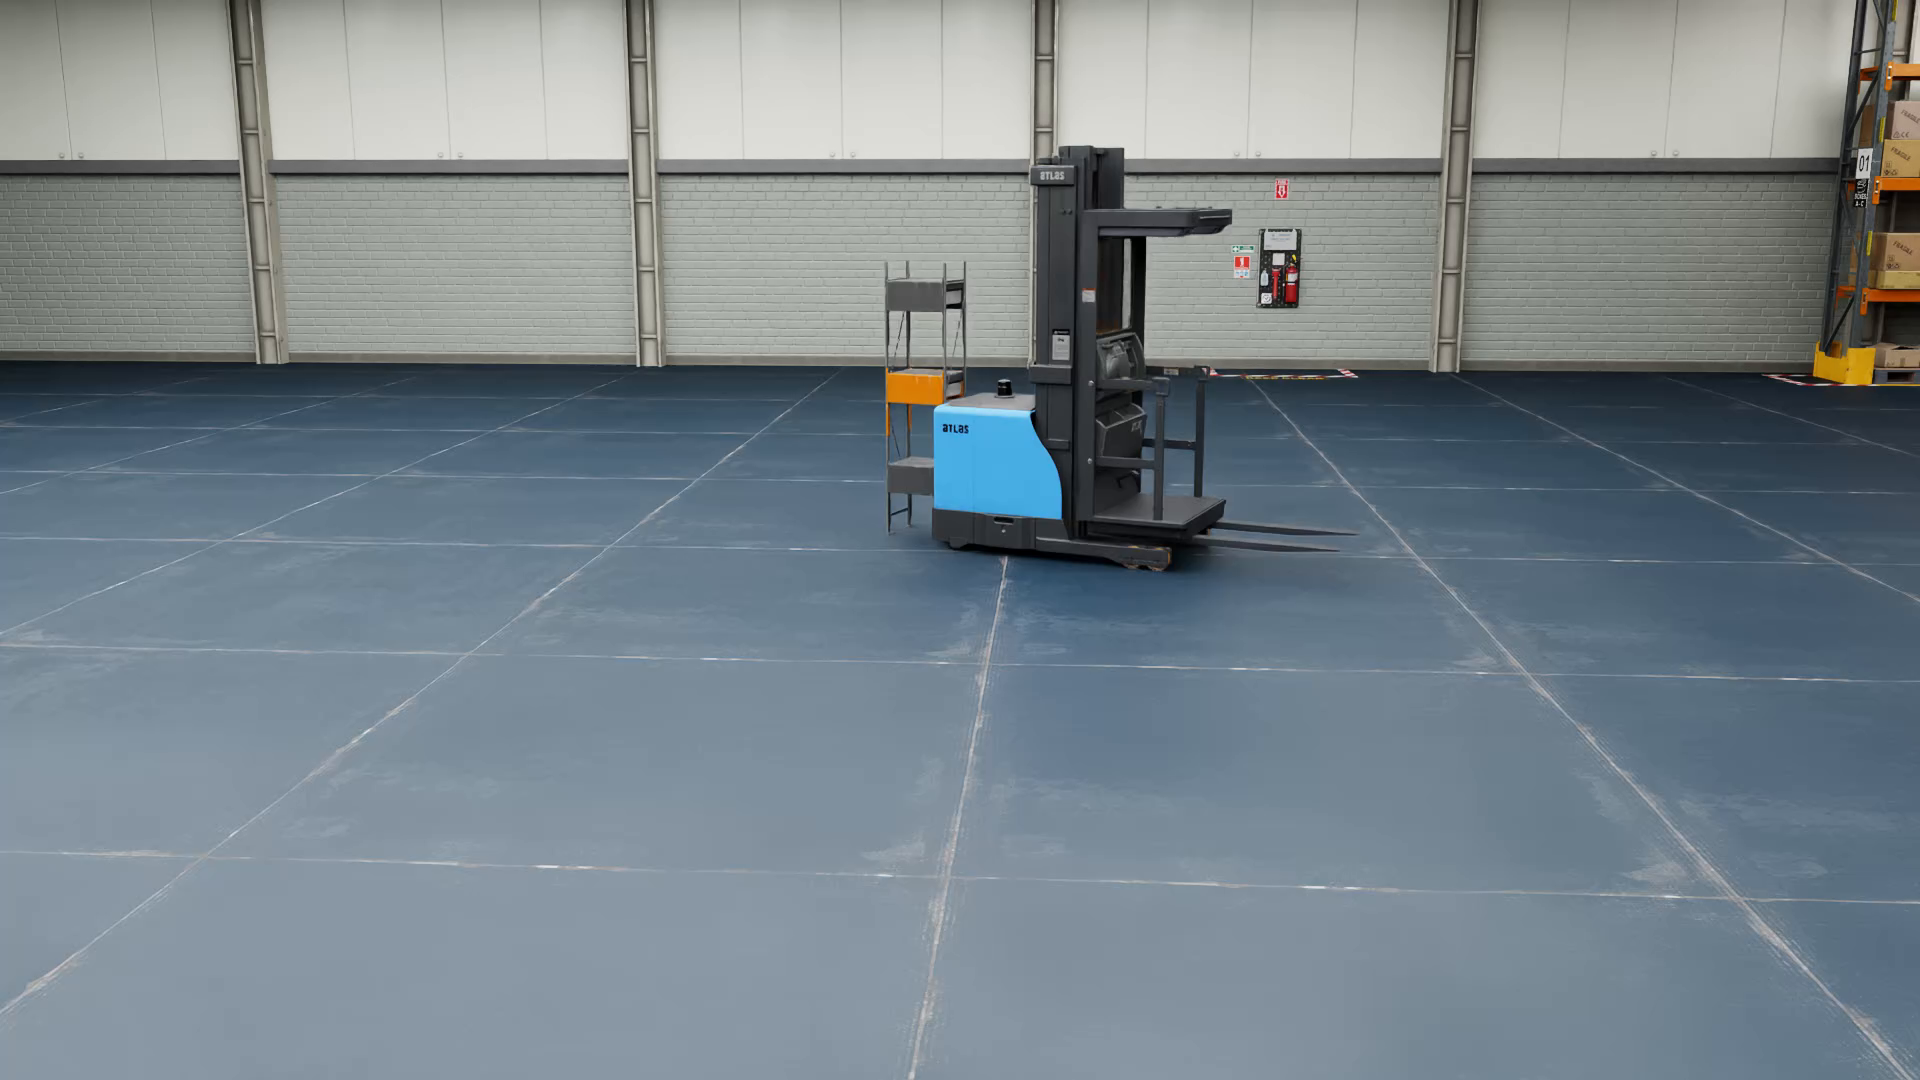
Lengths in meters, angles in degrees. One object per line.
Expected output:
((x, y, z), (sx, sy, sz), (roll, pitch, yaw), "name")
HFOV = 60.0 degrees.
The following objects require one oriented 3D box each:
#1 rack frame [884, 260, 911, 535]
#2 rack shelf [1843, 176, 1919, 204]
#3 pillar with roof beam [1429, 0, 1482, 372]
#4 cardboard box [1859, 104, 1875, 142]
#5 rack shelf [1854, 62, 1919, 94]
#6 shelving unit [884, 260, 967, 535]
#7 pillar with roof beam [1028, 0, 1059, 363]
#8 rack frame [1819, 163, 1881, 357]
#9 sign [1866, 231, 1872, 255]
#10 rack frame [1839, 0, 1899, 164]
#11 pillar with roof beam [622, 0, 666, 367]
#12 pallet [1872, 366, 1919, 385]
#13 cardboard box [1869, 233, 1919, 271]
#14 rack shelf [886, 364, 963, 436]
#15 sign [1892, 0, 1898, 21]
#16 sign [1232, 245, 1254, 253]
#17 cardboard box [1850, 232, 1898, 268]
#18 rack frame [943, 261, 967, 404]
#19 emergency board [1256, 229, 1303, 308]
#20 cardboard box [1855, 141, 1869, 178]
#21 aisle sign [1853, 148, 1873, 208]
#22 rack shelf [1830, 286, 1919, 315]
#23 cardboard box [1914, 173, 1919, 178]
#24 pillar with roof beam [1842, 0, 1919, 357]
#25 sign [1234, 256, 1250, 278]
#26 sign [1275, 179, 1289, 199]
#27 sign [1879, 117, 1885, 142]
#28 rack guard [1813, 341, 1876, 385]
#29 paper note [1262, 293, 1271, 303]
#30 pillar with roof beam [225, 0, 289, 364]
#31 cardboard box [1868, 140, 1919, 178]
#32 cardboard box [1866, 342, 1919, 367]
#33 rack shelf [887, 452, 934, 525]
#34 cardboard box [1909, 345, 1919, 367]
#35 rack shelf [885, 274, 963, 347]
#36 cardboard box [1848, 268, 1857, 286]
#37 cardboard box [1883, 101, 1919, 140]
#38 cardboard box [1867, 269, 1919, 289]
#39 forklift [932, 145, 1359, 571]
((-0.481, -1.106, 12.926), (0.015, 2.100, 0.400), (5, 13, 24), "rack frame")
((14.449, -4.830, 22.964), (4.000, 0.370, 1.077), (1, 12, 4), "rack shelf")
((6.935, -6.048, 19.701), (0.400, 9.000, 9.100), (1, 12, 4), "pillar with roof beam")
((12.901, -5.805, 23.134), (0.500, 0.500, 0.500), (1, 12, 6), "cardboard box")
((14.449, -6.297, 22.658), (4.000, 0.370, 1.077), (1, 12, 4), "rack shelf")
((-0.259, -1.085, 12.828), (0.503, 2.100, 0.431), (5, 13, 24), "shelving unit")
((0.949, -6.130, 20.094), (0.400, 9.000, 9.100), (1, 12, 4), "pillar with roof beam")
((12.453, -3.742, 23.329), (0.127, 3.000, 1.000), (1, 12, 4), "rack frame")
((12.417, -4.054, 22.710), (0.005, 0.325, 0.100), (1, 12, 4), "sign")
((12.453, -6.678, 22.714), (0.127, 3.000, 1.000), (1, 12, 4), "rack frame")
((-5.038, -6.212, 20.486), (0.400, 9.000, 9.100), (1, 12, 4), "pillar with roof beam")
((13.337, -2.357, 23.521), (1.213, 0.211, 1.003), (1, 12, 4), "pallet")
((12.909, -3.977, 22.940), (0.500, 0.500, 0.500), (1, 12, 4), "cardboard box")
((-0.259, -1.072, 12.830), (0.480, 0.518, 0.431), (5, 13, 24), "rack shelf")
((12.417, -7.063, 22.081), (0.005, 0.325, 0.100), (1, 12, 4), "sign")
((4.219, -4.336, 24.789), (0.331, 0.109, 0.001), (1, 12, 4), "sign")
((12.938, -4.082, 23.442), (0.500, 0.500, 0.500), (1, 12, 3), "cardboard box")
((-0.037, -1.064, 12.729), (0.015, 2.100, 0.400), (5, 13, 24), "rack frame")
((4.760, -4.032, 24.719), (0.643, 1.169, 0.194), (1, 12, 4), "emergency board")
((12.886, -5.314, 23.229), (0.500, 0.500, 0.500), (2, 12, 8), "cardboard box")
((12.361, -4.954, 22.774), (0.004, 0.787, 0.394), (1, 12, 4), "aisle sign")
((14.449, -3.362, 23.271), (4.000, 0.370, 1.077), (1, 12, 4), "rack shelf")
((13.304, -5.198, 22.673), (0.500, 0.500, 0.500), (2, 12, 8), "cardboard box")
((12.922, -5.966, 19.309), (0.400, 9.000, 9.100), (1, 12, 4), "pillar with roof beam")
((4.215, -4.078, 24.852), (0.234, 0.329, 0.001), (1, 12, 4), "sign")
((4.758, -5.187, 24.579), (0.199, 0.298, 0.001), (1, 12, 4), "sign")
((12.417, -5.527, 22.402), (0.005, 0.325, 0.100), (1, 12, 4), "sign")
((12.529, -2.517, 23.580), (0.348, 0.500, 1.175), (1, 12, 4), "rack guard")
((4.588, -3.618, 24.888), (0.142, 0.148, 0.016), (1, 12, 4), "paper note")
((-11.025, -6.294, 20.879), (0.400, 9.000, 9.100), (1, 12, 4), "pillar with roof beam")
((12.770, -5.213, 22.743), (0.500, 0.500, 0.500), (1, 12, 5), "cardboard box")
((13.137, -2.613, 23.426), (0.500, 0.311, 0.500), (-1, 12, -3), "cardboard box")
((-0.259, -0.387, 12.974), (0.480, 0.518, 0.431), (5, 13, 24), "rack shelf")
((13.706, -2.605, 23.388), (0.500, 0.311, 0.500), (2, 12, 8), "cardboard box")
((-0.259, -1.757, 12.687), (0.480, 0.518, 0.431), (5, 13, 24), "rack shelf")
((12.933, -3.711, 23.501), (0.500, 0.250, 0.500), (1, 12, 5), "cardboard box")
((12.821, -5.703, 22.644), (0.500, 0.500, 0.500), (0, 12, 0), "cardboard box")
((12.919, -3.606, 23.000), (0.500, 0.250, 0.500), (0, 12, 2), "cardboard box")
((1.351, -1.337, 12.000), (3.031, 2.935, 1.130), (5, 13, 24), "forklift")
